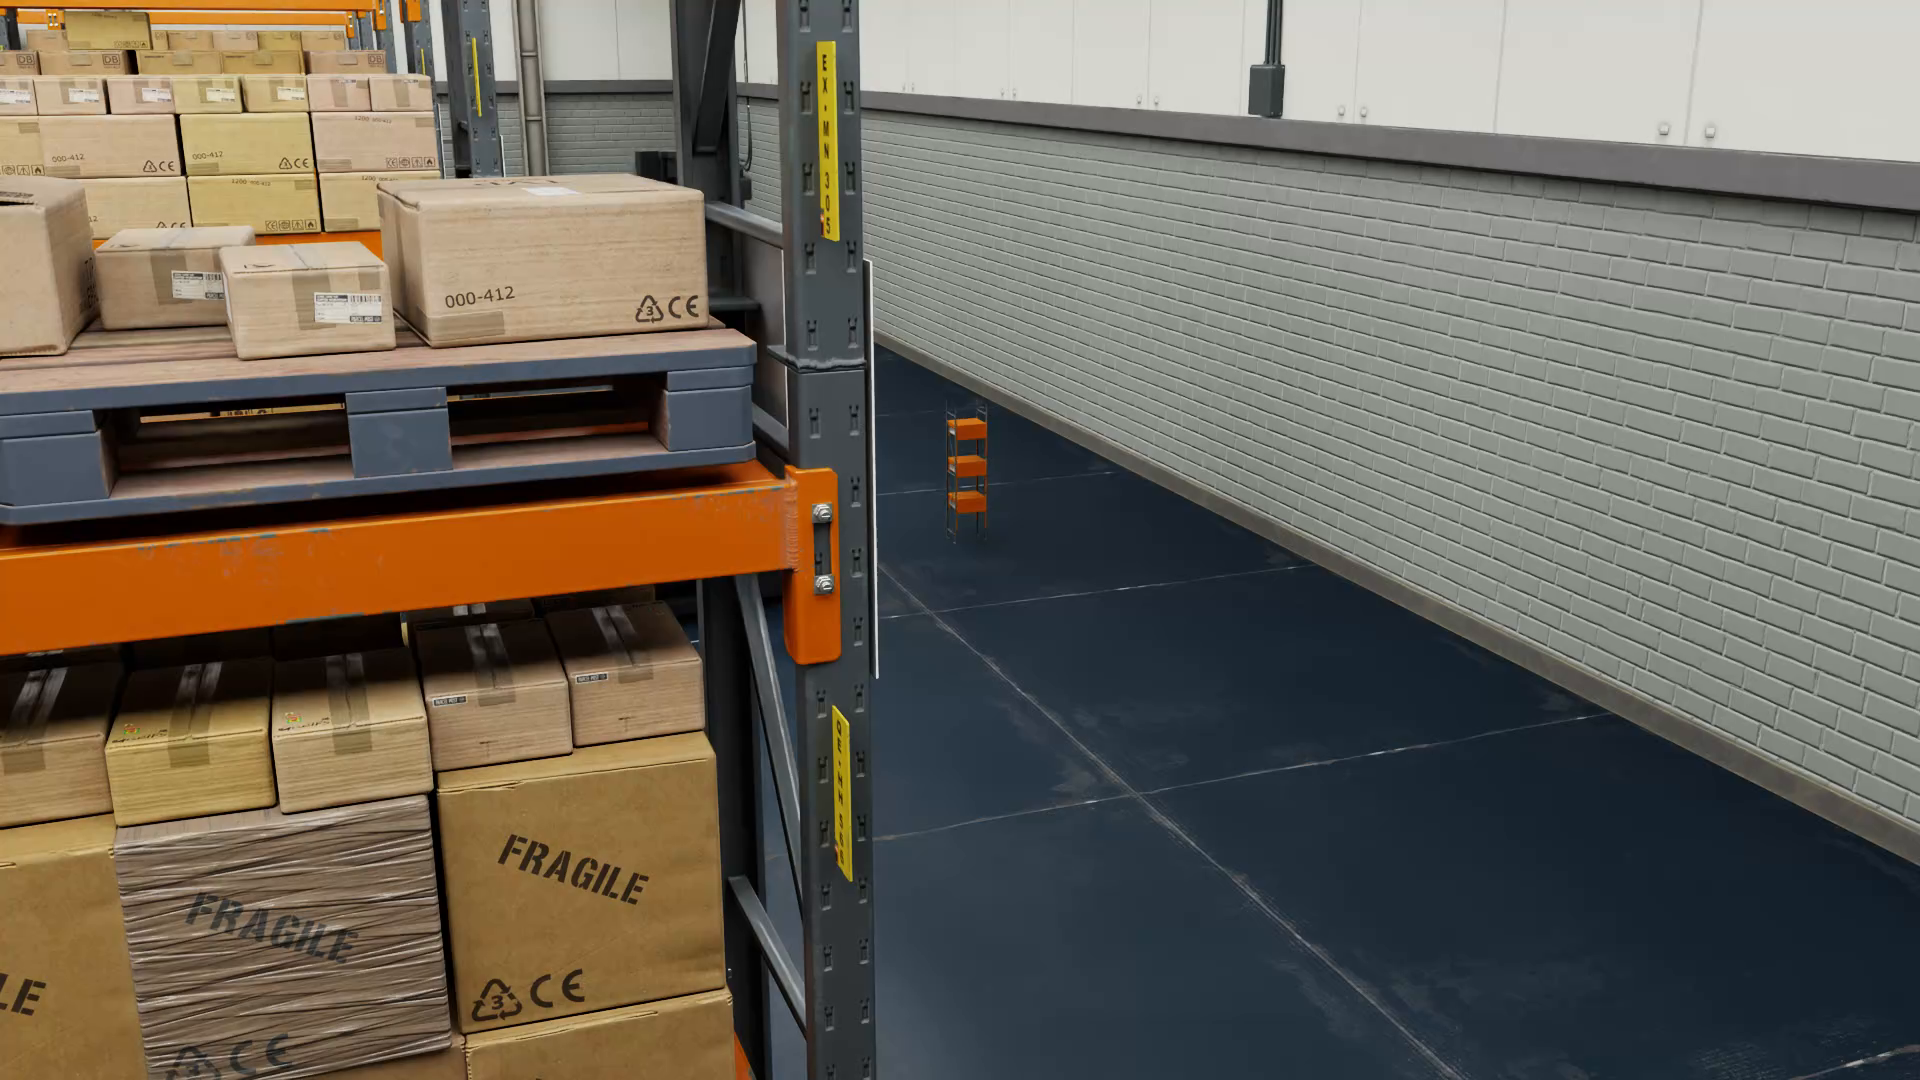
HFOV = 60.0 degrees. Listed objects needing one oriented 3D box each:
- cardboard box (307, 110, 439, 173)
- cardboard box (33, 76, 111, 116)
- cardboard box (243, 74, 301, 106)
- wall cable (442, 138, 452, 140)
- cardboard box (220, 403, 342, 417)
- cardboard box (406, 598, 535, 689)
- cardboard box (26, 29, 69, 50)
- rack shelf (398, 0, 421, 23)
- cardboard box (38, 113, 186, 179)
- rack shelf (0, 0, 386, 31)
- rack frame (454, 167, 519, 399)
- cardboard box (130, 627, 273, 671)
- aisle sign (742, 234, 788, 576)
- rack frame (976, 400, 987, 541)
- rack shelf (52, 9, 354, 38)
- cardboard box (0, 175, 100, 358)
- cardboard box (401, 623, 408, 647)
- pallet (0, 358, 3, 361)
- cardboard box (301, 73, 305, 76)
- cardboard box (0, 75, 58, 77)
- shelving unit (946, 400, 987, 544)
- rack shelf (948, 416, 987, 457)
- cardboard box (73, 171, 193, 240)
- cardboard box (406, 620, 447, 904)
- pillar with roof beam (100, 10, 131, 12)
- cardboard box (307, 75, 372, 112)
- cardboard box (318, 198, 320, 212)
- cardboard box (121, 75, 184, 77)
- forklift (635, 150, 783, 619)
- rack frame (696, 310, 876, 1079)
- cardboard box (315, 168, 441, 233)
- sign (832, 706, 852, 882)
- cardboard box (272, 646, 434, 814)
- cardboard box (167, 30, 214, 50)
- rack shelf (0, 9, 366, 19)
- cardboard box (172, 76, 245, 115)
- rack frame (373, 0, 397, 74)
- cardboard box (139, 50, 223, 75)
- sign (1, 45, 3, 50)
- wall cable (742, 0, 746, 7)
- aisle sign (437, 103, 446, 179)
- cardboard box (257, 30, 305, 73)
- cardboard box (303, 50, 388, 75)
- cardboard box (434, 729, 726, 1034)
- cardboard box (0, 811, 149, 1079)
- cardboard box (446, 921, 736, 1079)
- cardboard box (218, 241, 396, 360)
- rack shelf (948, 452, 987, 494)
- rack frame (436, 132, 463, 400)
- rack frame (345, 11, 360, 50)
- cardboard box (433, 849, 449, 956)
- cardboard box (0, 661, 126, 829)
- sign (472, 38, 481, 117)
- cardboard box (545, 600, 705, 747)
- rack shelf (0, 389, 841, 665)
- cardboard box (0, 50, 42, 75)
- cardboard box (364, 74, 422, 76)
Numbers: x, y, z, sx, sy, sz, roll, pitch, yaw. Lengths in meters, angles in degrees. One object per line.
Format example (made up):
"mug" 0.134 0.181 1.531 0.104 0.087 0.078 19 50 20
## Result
"cardboard box" -2.610 -1.779 7.388 0.500 0.250 0.500 -7 18 -22
"cardboard box" -3.684 -1.852 6.929 0.250 0.149 0.380 -6 17 -19
"cardboard box" -3.179 -2.082 7.712 0.250 0.149 0.380 -6 17 -20
"wall cable" -8.412 -6.376 27.183 1.851 1.984 0.084 -6 17 -20
"cardboard box" -3.083 -0.793 7.495 0.500 0.500 0.500 -7 18 -22
"cardboard box" -1.056 0.176 3.572 0.250 0.149 0.380 -6 17 -19
"cardboard box" -10.788 -5.830 19.852 0.500 0.500 0.700 -6 17 -20
"rack shelf" -5.819 -3.740 11.351 4.000 0.370 1.077 -6 17 -20
"cardboard box" -3.567 -1.676 7.038 0.500 0.250 0.500 -6 17 -19
"rack shelf" -7.592 -5.043 15.788 4.000 0.370 1.077 -6 17 -20
"rack frame" -2.271 -0.285 8.246 0.127 3.000 1.000 -6 17 -20
"cardboard box" -1.579 0.203 3.479 0.250 0.149 0.380 -7 18 -22
"aisle sign" -0.442 -0.324 3.764 0.004 0.787 0.394 -6 17 -20
"rack frame" 0.164 -0.521 12.511 0.008 1.050 0.200 -6 17 -20
"rack shelf" -11.137 -7.650 24.664 4.000 0.370 1.077 -6 17 -20
"cardboard box" -1.821 -0.501 2.893 0.500 0.311 0.500 -6 17 -19
"cardboard box" -2.882 0.559 8.629 0.250 0.149 0.380 -7 18 -23
"pallet" -2.236 -0.188 2.749 1.213 0.211 1.003 -6 17 -20
"cardboard box" -8.348 -5.645 20.553 0.500 0.250 0.500 -6 17 -20
"cardboard box" -4.116 -1.962 7.304 0.250 0.149 0.380 -6 17 -18
"shelving unit" 0.050 -0.509 12.469 0.252 1.050 0.215 -6 17 -20
"rack shelf" 0.050 -0.771 12.392 0.240 0.259 0.215 -6 17 -20
"cardboard box" -3.543 -1.437 7.111 0.500 0.250 0.500 -5 17 -18
"cardboard box" -0.956 0.453 3.781 0.500 0.500 0.500 -7 18 -21
"pillar with roof beam" -11.120 -7.151 20.978 0.400 9.000 9.100 -6 17 -20
"cardboard box" -2.734 -1.968 7.325 0.250 0.149 0.380 -6 17 -19
"cardboard box" -8.297 -4.085 21.009 0.500 0.500 0.500 -6 17 -20
"cardboard box" -3.609 -2.004 7.446 0.250 0.149 0.380 -6 17 -18
"forklift" -2.164 -0.973 10.709 3.031 2.935 1.130 -11 20 -33
"rack frame" -0.406 1.007 3.846 0.127 3.000 1.000 -6 17 -20
"cardboard box" -2.601 -1.537 7.451 0.500 0.250 0.500 -7 18 -21
"sign" -0.225 0.482 3.158 0.005 0.325 0.100 -6 17 -20
"cardboard box" -1.109 0.337 3.024 0.250 0.149 0.380 -6 18 -21
"cardboard box" -9.393 -5.986 20.382 0.500 0.500 0.700 -6 17 -20
"rack shelf" -9.361 -6.537 20.172 4.000 0.370 1.077 -6 17 -20
"cardboard box" -3.189 -1.893 7.067 0.250 0.149 0.380 -6 17 -19
"rack frame" -5.724 -5.782 16.317 0.127 3.000 1.000 -6 17 -20
"cardboard box" -5.452 -3.181 11.682 0.500 0.500 0.700 -7 18 -24
"sign" -11.026 -5.535 19.181 0.005 0.325 0.100 -6 17 -20
"wall cable" -2.892 -9.086 24.117 0.112 2.526 3.097 -6 17 -20
"aisle sign" -3.777 -2.776 12.114 0.004 0.787 0.394 -6 17 -20
"cardboard box" -8.464 -6.090 20.737 0.500 0.500 0.700 -6 17 -20
"cardboard box" -4.418 -3.271 11.988 0.500 0.500 0.700 -7 18 -23
"cardboard box" -0.771 0.590 3.312 0.500 0.500 0.500 -6 17 -18
"cardboard box" -1.711 0.700 2.939 0.500 0.500 0.500 -6 17 -20
"cardboard box" -0.761 1.077 3.429 0.500 0.500 0.500 -6 17 -20
"cardboard box" -1.157 -0.429 2.935 0.250 0.149 0.380 -8 18 -24
"rack shelf" 0.050 -0.499 12.472 0.240 0.259 0.215 -6 17 -20
"rack frame" -3.952 -1.601 12.725 0.127 3.000 1.000 -6 17 -20
"rack frame" -9.269 -8.389 25.193 0.127 3.000 1.000 -6 17 -20
"cardboard box" -0.957 0.932 3.924 0.500 0.500 0.500 -6 18 -21
"cardboard box" -1.628 0.359 2.948 0.250 0.149 0.380 -6 18 -21
"sign" -2.091 -2.001 7.195 0.005 0.325 0.100 -6 17 -20
"cardboard box" -0.669 0.257 3.297 0.250 0.149 0.380 -6 17 -19
"rack shelf" -2.273 0.114 2.838 4.000 0.370 1.077 -6 17 -20
"cardboard box" -6.474 -3.082 11.345 0.500 0.500 0.700 -5 17 -17
"cardboard box" -2.655 -2.111 7.811 0.250 0.149 0.380 -6 18 -21
